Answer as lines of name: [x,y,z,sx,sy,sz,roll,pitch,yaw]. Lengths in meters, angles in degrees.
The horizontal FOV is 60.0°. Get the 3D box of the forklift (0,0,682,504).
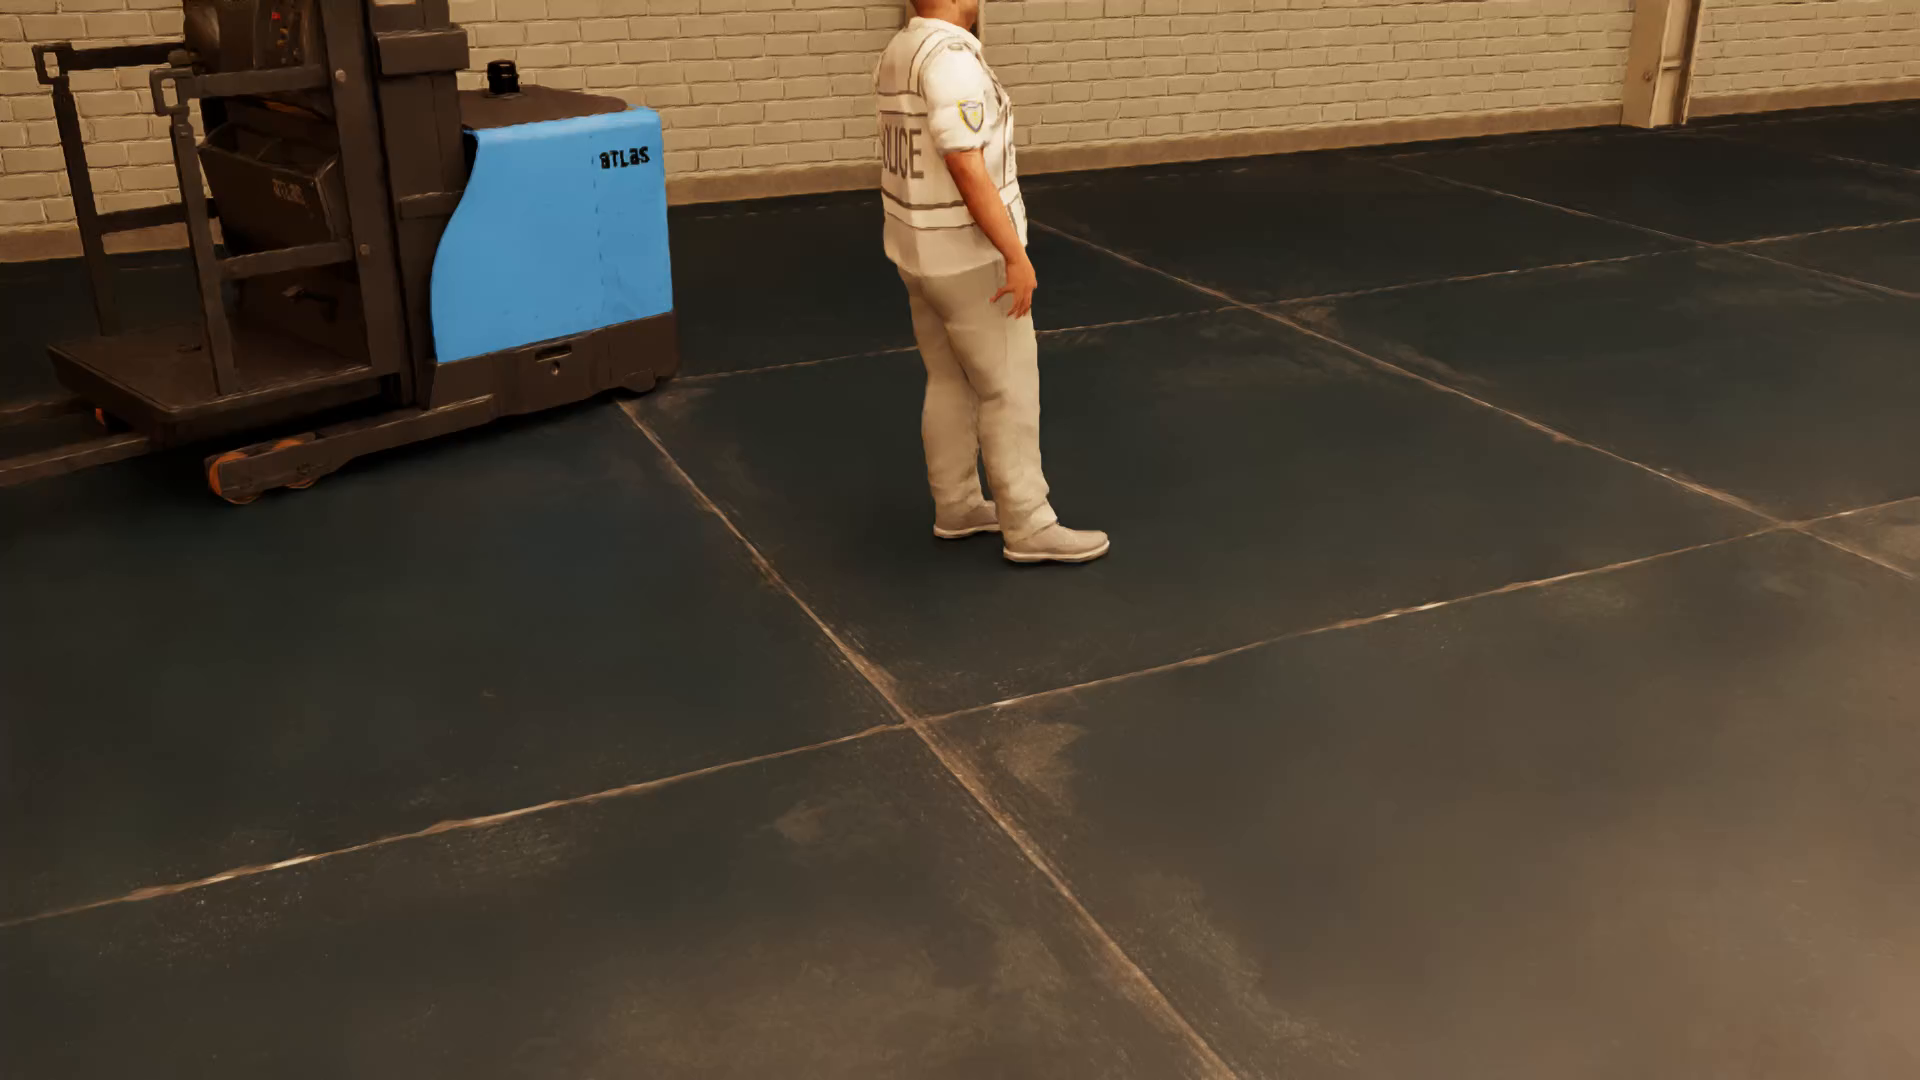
forklift: [-2.492,-1.692,5.359,1.130,2.935,3.031,21,30,41]

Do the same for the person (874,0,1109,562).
person: [0.076,-0.839,4.782,0.574,1.781,0.640,-10,25,-23]
